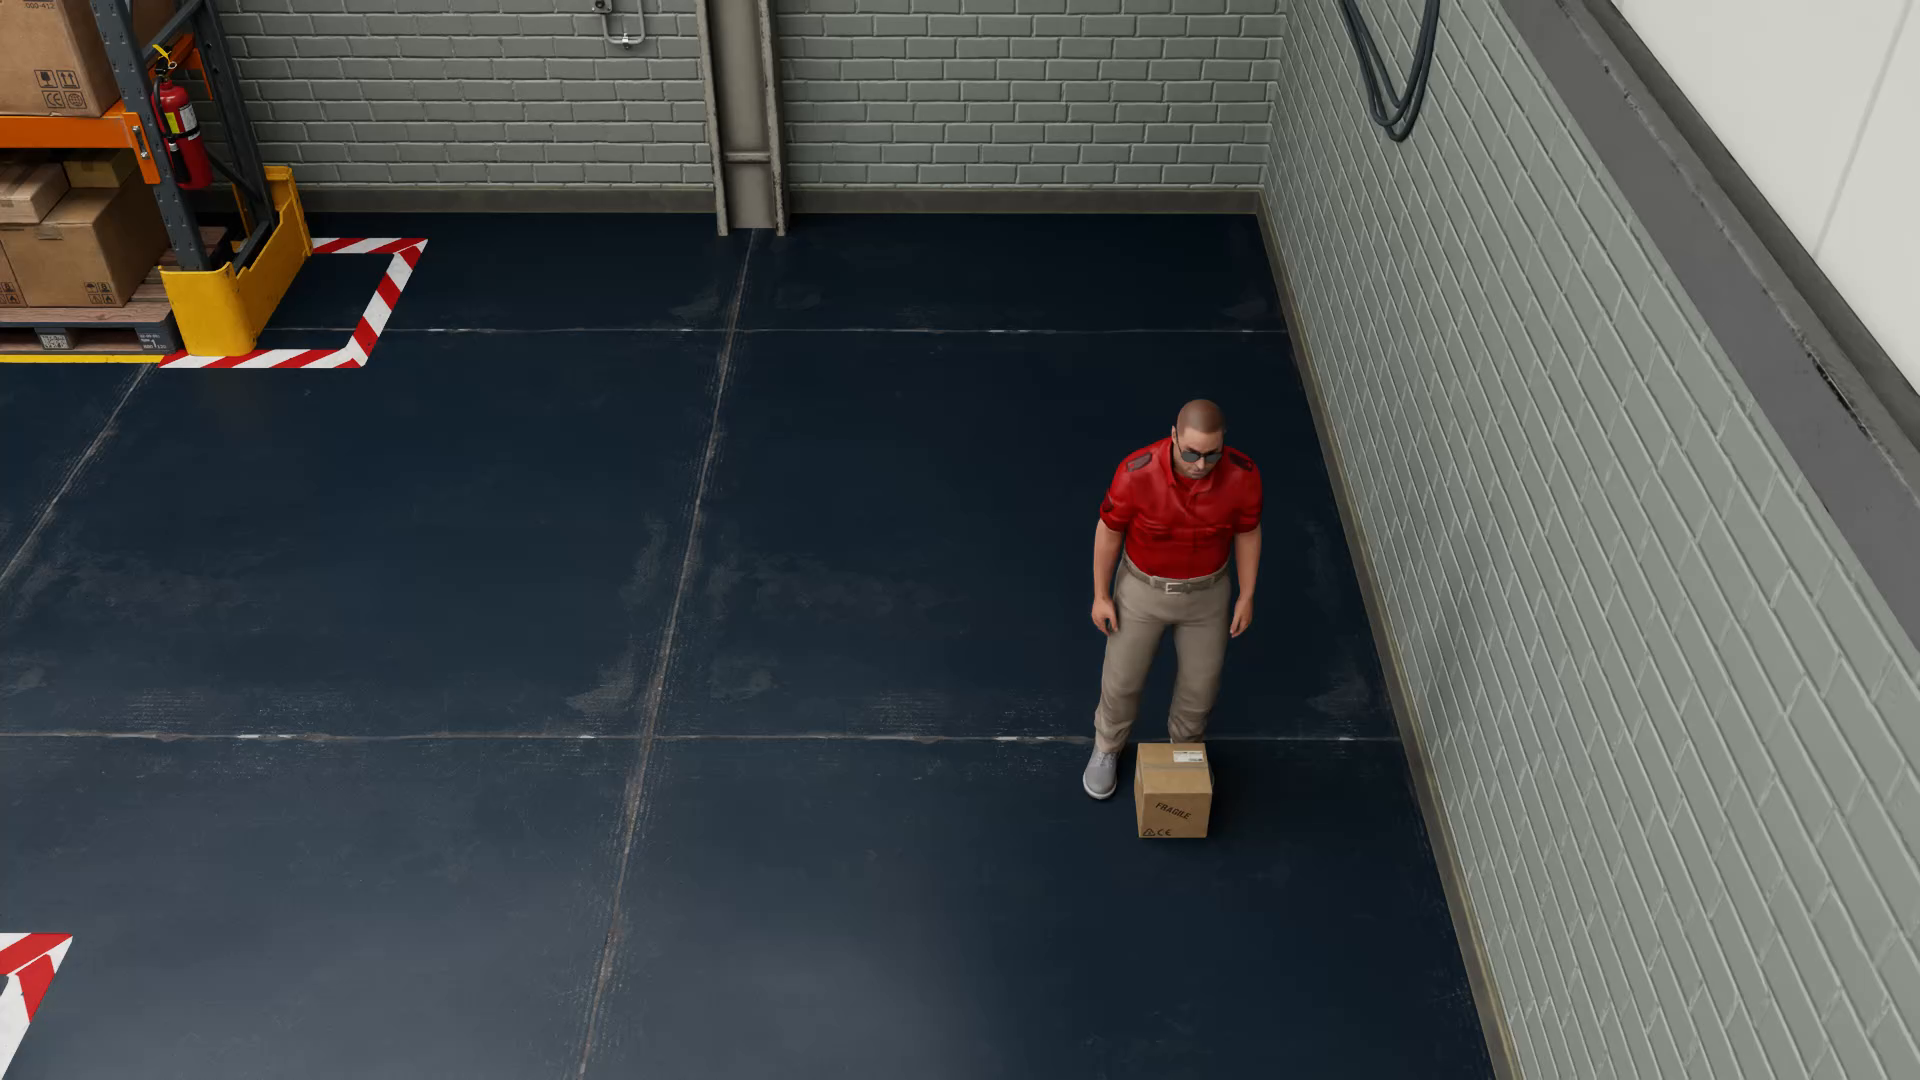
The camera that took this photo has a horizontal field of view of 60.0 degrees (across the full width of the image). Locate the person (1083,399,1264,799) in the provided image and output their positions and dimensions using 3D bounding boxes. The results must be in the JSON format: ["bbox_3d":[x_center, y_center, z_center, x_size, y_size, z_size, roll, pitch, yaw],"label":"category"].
[{"bbox_3d":[0.760,0.202,5.918,0.586,1.727,0.397,0,39,0],"label":"person"}]
